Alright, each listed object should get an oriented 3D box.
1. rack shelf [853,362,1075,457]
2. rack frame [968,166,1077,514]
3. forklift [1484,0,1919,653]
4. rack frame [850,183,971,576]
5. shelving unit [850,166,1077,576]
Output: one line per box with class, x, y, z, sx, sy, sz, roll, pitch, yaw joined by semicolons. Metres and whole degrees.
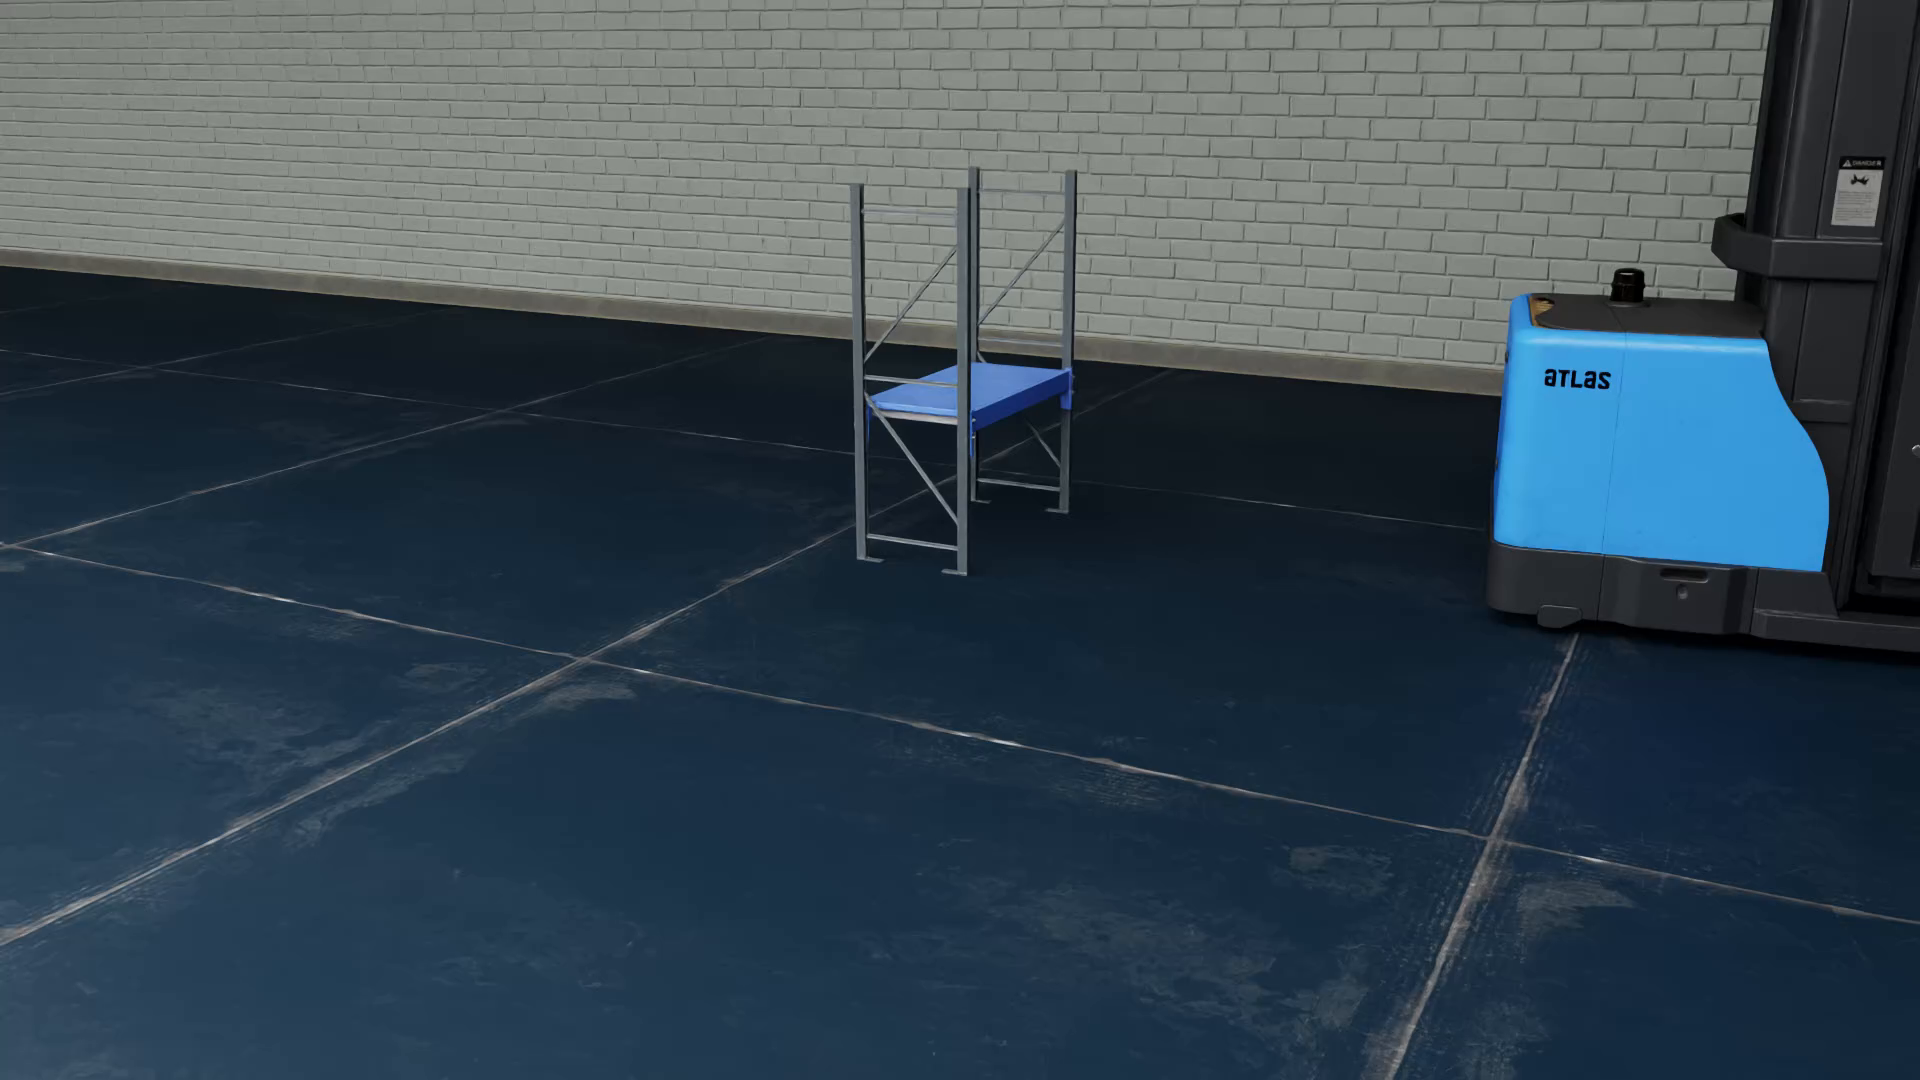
rack shelf;0.038;-0.568;6.935;0.538;0.185;1.000;8;18;25
rack frame;0.265;-0.870;7.320;0.500;1.500;0.032;8;18;25
forklift;3.469;-1.100;5.581;3.031;2.935;1.130;5;17;16
rack frame;-0.189;-0.611;6.448;0.500;1.500;0.032;8;18;25
shelving unit;0.038;-0.741;6.884;0.538;1.500;1.048;8;18;25
